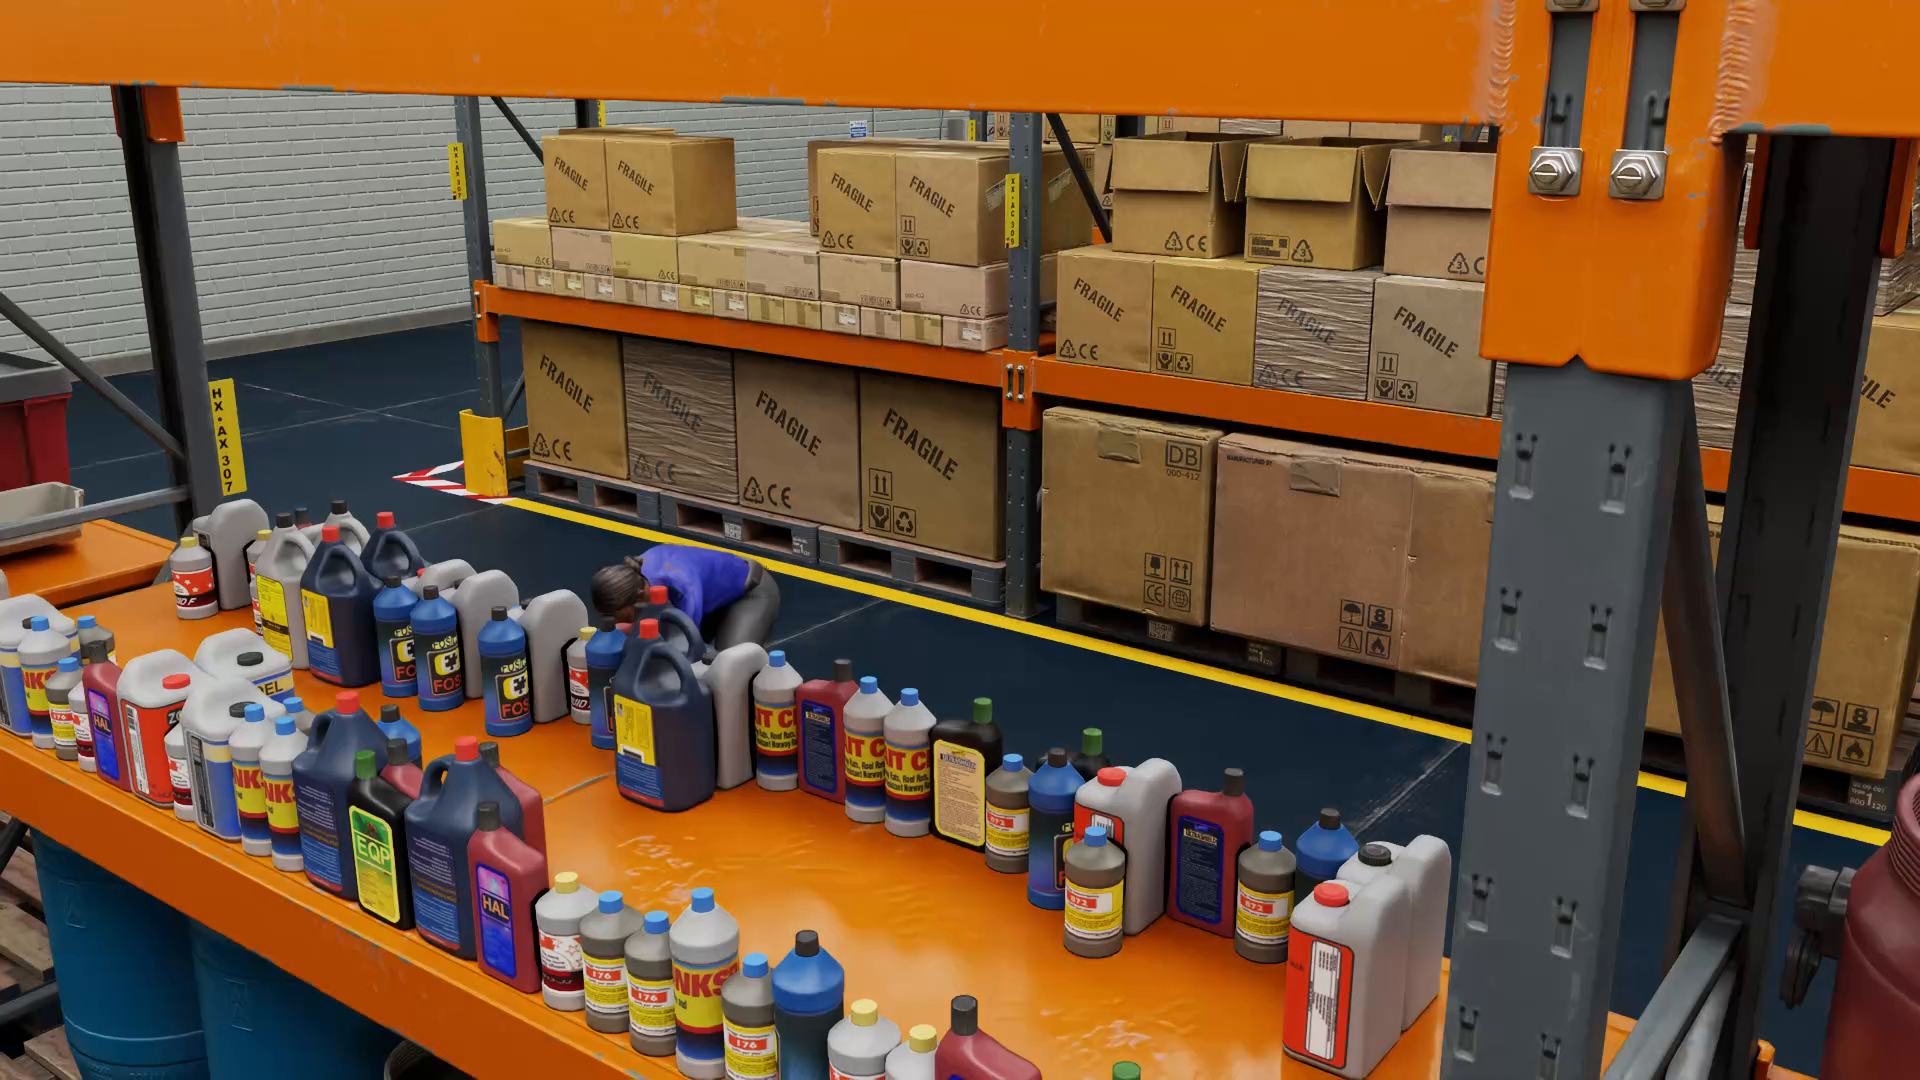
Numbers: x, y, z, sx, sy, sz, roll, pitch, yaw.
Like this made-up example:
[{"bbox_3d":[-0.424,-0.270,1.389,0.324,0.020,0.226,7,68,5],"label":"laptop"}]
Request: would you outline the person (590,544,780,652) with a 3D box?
[{"bbox_3d":[-1.019,0.466,6.178,0.459,0.982,0.860,11,20,32],"label":"person"}]
